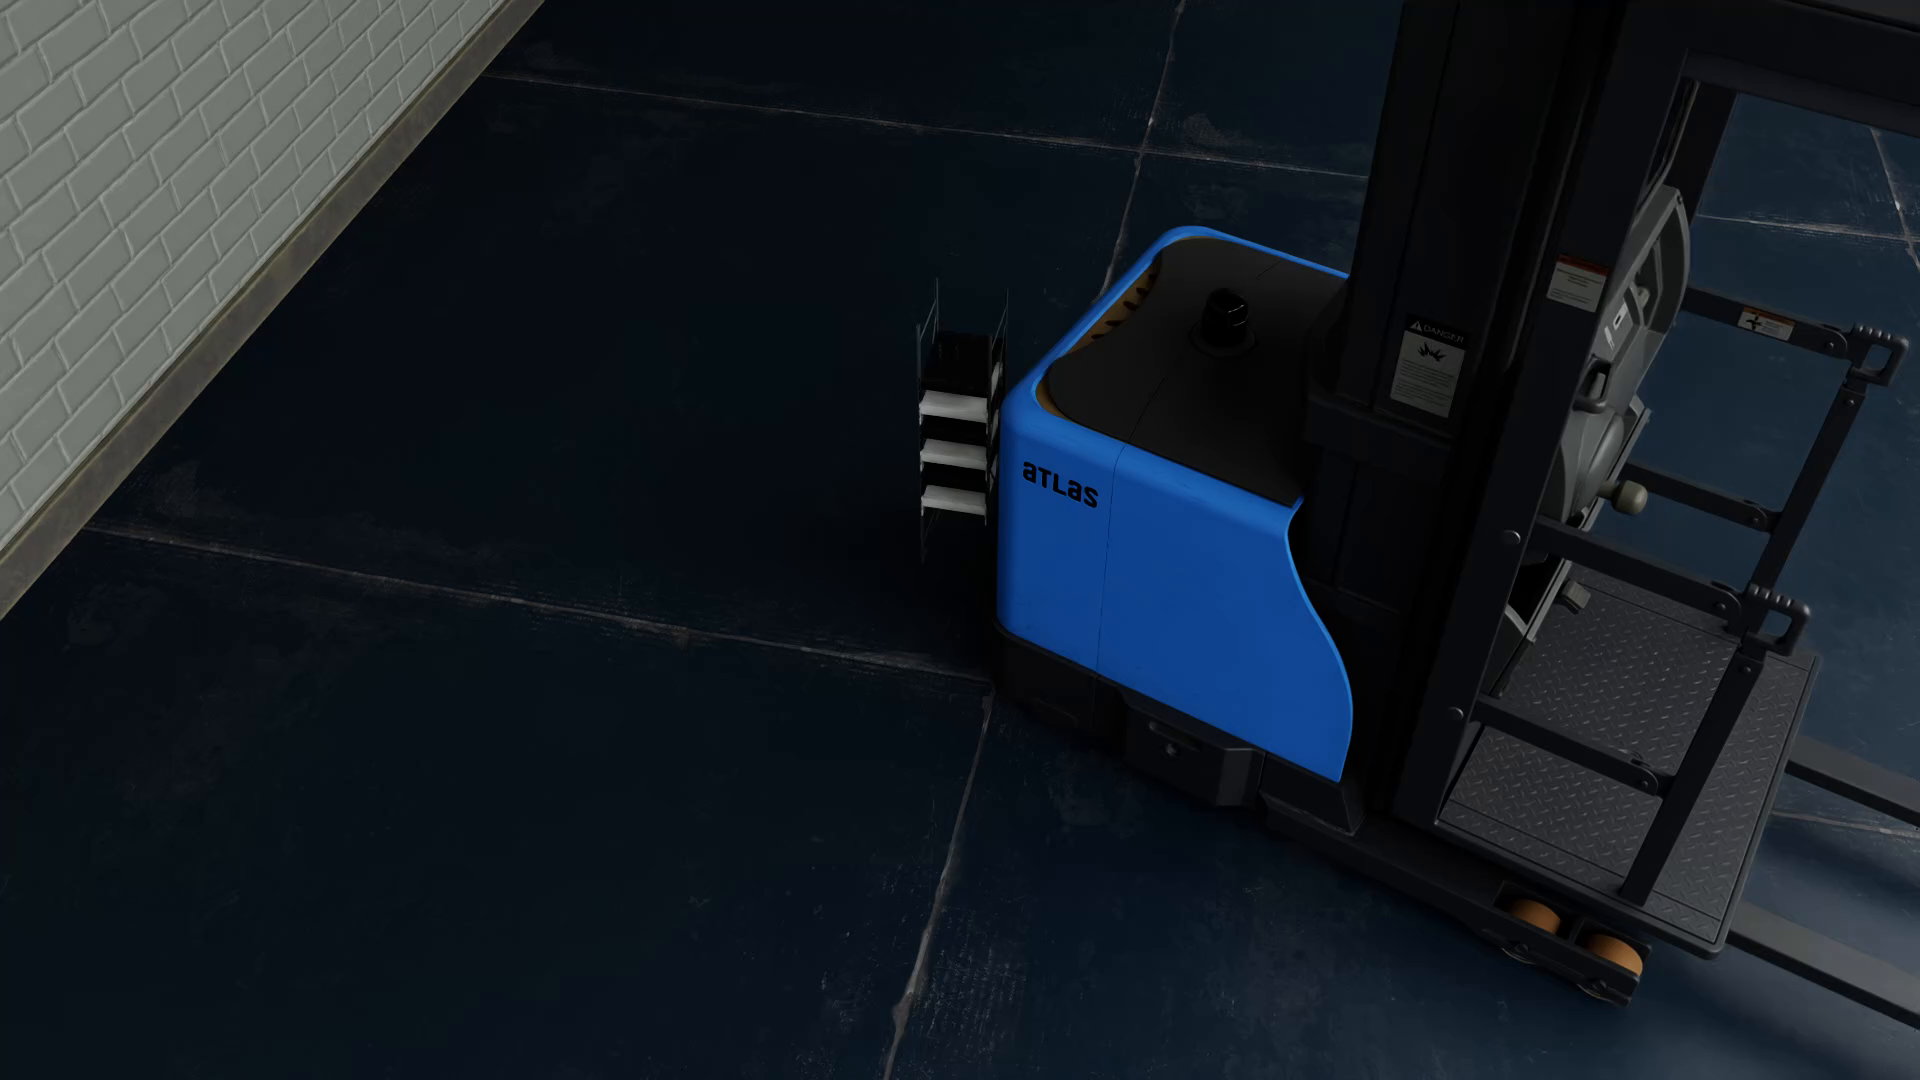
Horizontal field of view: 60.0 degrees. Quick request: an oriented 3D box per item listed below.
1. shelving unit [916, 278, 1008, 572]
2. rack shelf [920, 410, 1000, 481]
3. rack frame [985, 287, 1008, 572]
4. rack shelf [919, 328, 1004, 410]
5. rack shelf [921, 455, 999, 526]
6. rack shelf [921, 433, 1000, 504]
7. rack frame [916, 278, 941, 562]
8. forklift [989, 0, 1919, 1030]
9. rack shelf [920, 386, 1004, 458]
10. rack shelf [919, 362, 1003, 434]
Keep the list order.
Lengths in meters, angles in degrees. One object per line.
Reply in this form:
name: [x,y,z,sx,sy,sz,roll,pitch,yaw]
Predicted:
shelving unit: [0.008,-0.323,4.937,0.210,0.900,0.258,9,45,9]
rack shelf: [0.008,-0.299,4.960,0.200,0.077,0.258,9,45,9]
rack frame: [0.107,-0.308,4.921,0.006,0.900,0.240,9,45,9]
rack shelf: [0.008,-0.493,4.773,0.200,0.077,0.258,9,45,9]
rack shelf: [0.008,-0.169,5.085,0.200,0.077,0.258,9,45,9]
rack shelf: [0.008,-0.234,5.022,0.200,0.077,0.258,9,45,9]
rack frame: [-0.091,-0.338,4.953,0.006,0.900,0.240,9,45,9]
forklift: [1.604,-0.354,3.504,3.031,2.935,1.130,24,49,23]
rack shelf: [0.008,-0.364,4.897,0.200,0.077,0.258,9,45,9]
rack shelf: [0.008,-0.429,4.835,0.200,0.077,0.258,9,45,9]
